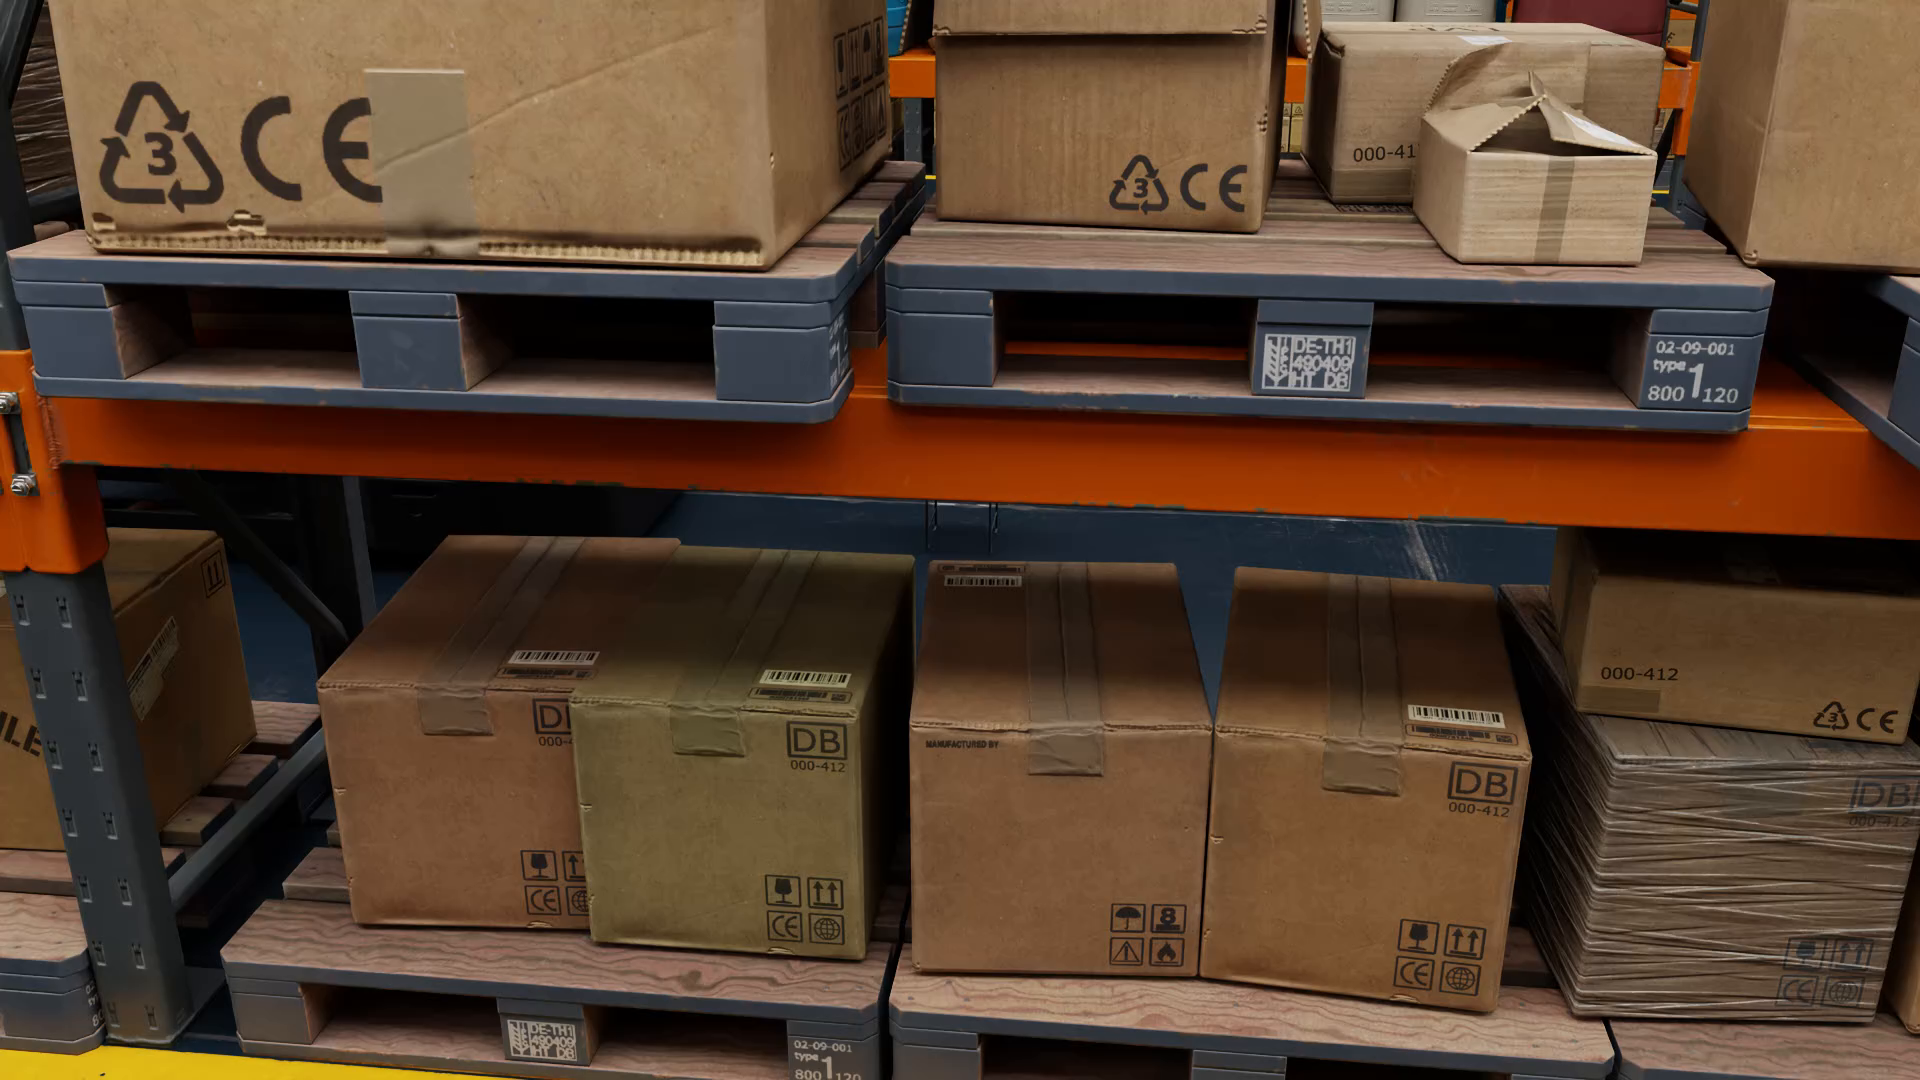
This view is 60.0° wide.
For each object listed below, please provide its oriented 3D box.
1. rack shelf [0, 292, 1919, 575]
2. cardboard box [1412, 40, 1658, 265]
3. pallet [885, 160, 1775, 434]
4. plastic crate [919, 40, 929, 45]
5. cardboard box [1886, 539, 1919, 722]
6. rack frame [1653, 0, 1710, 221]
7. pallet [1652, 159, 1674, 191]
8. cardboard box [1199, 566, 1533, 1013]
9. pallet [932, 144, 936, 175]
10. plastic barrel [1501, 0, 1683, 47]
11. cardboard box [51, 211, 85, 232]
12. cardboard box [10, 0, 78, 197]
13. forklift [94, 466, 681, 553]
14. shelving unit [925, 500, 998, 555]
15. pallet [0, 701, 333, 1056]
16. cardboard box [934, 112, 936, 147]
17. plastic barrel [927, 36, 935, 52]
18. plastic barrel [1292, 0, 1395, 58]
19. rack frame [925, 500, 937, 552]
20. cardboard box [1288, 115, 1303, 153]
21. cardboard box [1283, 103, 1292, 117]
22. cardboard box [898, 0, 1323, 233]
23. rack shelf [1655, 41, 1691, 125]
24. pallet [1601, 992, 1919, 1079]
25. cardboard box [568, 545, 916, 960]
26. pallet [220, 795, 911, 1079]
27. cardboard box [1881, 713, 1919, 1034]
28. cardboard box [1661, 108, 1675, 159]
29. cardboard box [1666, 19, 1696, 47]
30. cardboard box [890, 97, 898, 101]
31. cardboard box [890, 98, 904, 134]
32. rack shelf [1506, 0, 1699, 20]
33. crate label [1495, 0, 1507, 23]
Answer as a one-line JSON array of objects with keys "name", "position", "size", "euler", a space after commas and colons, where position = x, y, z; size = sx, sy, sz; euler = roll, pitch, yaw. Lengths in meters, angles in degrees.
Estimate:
[{"name": "rack shelf", "position": [0.529, -0.220, 2.895], "size": [4.000, 0.370, 1.077], "euler": [2, 22, 6]}, {"name": "cardboard box", "position": [0.827, -0.574, 2.424], "size": [0.258, 0.266, 0.396], "euler": [2, 22, 5]}, {"name": "pallet", "position": [0.544, -0.450, 2.758], "size": [1.213, 0.211, 1.003], "euler": [2, 22, 6]}, {"name": "plastic crate", "position": [-0.358, -2.570, 7.774], "size": [0.583, 0.464, 0.402], "euler": [2, 22, 6]}, {"name": "cardboard box", "position": [1.846, 0.123, 2.830], "size": [0.500, 0.250, 0.500], "euler": [3, 22, 8]}, {"name": "rack frame", "position": [3.098, -2.276, 7.118], "size": [0.127, 3.000, 1.000], "euler": [2, 22, 6]}, {"name": "pallet", "position": [4.421, -2.742, 12.088], "size": [1.213, 0.211, 1.003], "euler": [2, 22, 6]}, {"name": "cardboard box", "position": [0.731, 0.427, 3.082], "size": [0.500, 0.500, 0.700], "euler": [4, 22, 11]}, {"name": "pallet", "position": [0.448, -2.943, 12.598], "size": [1.213, 0.211, 1.003], "euler": [2, 22, 6]}, {"name": "plastic barrel", "position": [2.601, -2.249, 6.864], "size": [0.708, 0.536, 0.600], "euler": [2, 22, 6]}, {"name": "cardboard box", "position": [-1.636, -0.643, 3.329], "size": [0.250, 0.149, 0.380], "euler": [2, 22, 6]}, {"name": "cardboard box", "position": [-1.897, -0.868, 3.015], "size": [0.500, 0.500, 0.875], "euler": [2, 22, 6]}, {"name": "forklift", "position": [-2.464, -1.506, 5.262], "size": [3.031, 2.935, 1.130], "euler": [3, 22, 7]}, {"name": "shelving unit", "position": [0.008, -0.418, 5.273], "size": [0.210, 0.900, 0.258], "euler": [2, 22, 6]}, {"name": "pallet", "position": [-2.129, 0.640, 3.535], "size": [1.213, 0.211, 1.003], "euler": [2, 22, 6]}, {"name": "cardboard box", "position": [0.083, -3.066, 12.285], "size": [0.500, 0.250, 0.500], "euler": [2, 22, 5]}, {"name": "plastic barrel", "position": [0.050, -2.391, 7.223], "size": [0.433, 0.535, 0.433], "euler": [0, 22, 0]}, {"name": "plastic barrel", "position": [1.633, -2.313, 7.059], "size": [0.421, 0.512, 0.421], "euler": [0, 22, 0]}, {"name": "rack frame", "position": [-0.093, -0.423, 5.285], "size": [0.006, 0.900, 0.240], "euler": [2, 22, 6]}, {"name": "cardboard box", "position": [2.621, -2.956, 12.006], "size": [0.500, 0.250, 0.500], "euler": [2, 22, 6]}, {"name": "cardboard box", "position": [2.117, -3.238, 11.956], "size": [0.500, 0.311, 0.500], "euler": [2, 22, 6]}, {"name": "cardboard box", "position": [0.275, -0.843, 2.781], "size": [0.637, 0.503, 0.797], "euler": [5, 22, 12]}, {"name": "rack shelf", "position": [5.084, -1.855, 7.031], "size": [4.000, 0.370, 1.077], "euler": [2, 22, 6]}, {"name": "pallet", "position": [1.739, 0.794, 3.143], "size": [1.213, 0.211, 1.003], "euler": [2, 22, 6]}, {"name": "cardboard box", "position": [-0.379, 0.379, 3.204], "size": [0.500, 0.500, 0.700], "euler": [2, 22, 6]}, {"name": "pallet", "position": [-0.684, 0.689, 3.410], "size": [1.213, 0.211, 1.003], "euler": [2, 22, 6]}, {"name": "cardboard box", "position": [1.847, 0.468, 2.977], "size": [0.500, 0.500, 0.700], "euler": [1, 22, 3]}, {"name": "cardboard box", "position": [5.121, -2.959, 11.645], "size": [0.500, 0.500, 0.500], "euler": [2, 22, 6]}, {"name": "cardboard box", "position": [6.692, -4.934, 16.193], "size": [0.750, 0.750, 0.750], "euler": [3, 22, 8]}, {"name": "cardboard box", "position": [-0.712, -3.657, 12.760], "size": [0.500, 0.500, 0.500], "euler": [2, 22, 6]}, {"name": "cardboard box", "position": [-0.713, -3.305, 12.889], "size": [0.500, 0.250, 0.500], "euler": [2, 22, 6]}, {"name": "rack shelf", "position": [5.670, -3.664, 11.605], "size": [4.000, 0.370, 1.077], "euler": [2, 22, 6]}, {"name": "crate label", "position": [2.143, -2.435, 7.470], "size": [0.616, 0.435, 0.502], "euler": [2, 22, 6]}]
